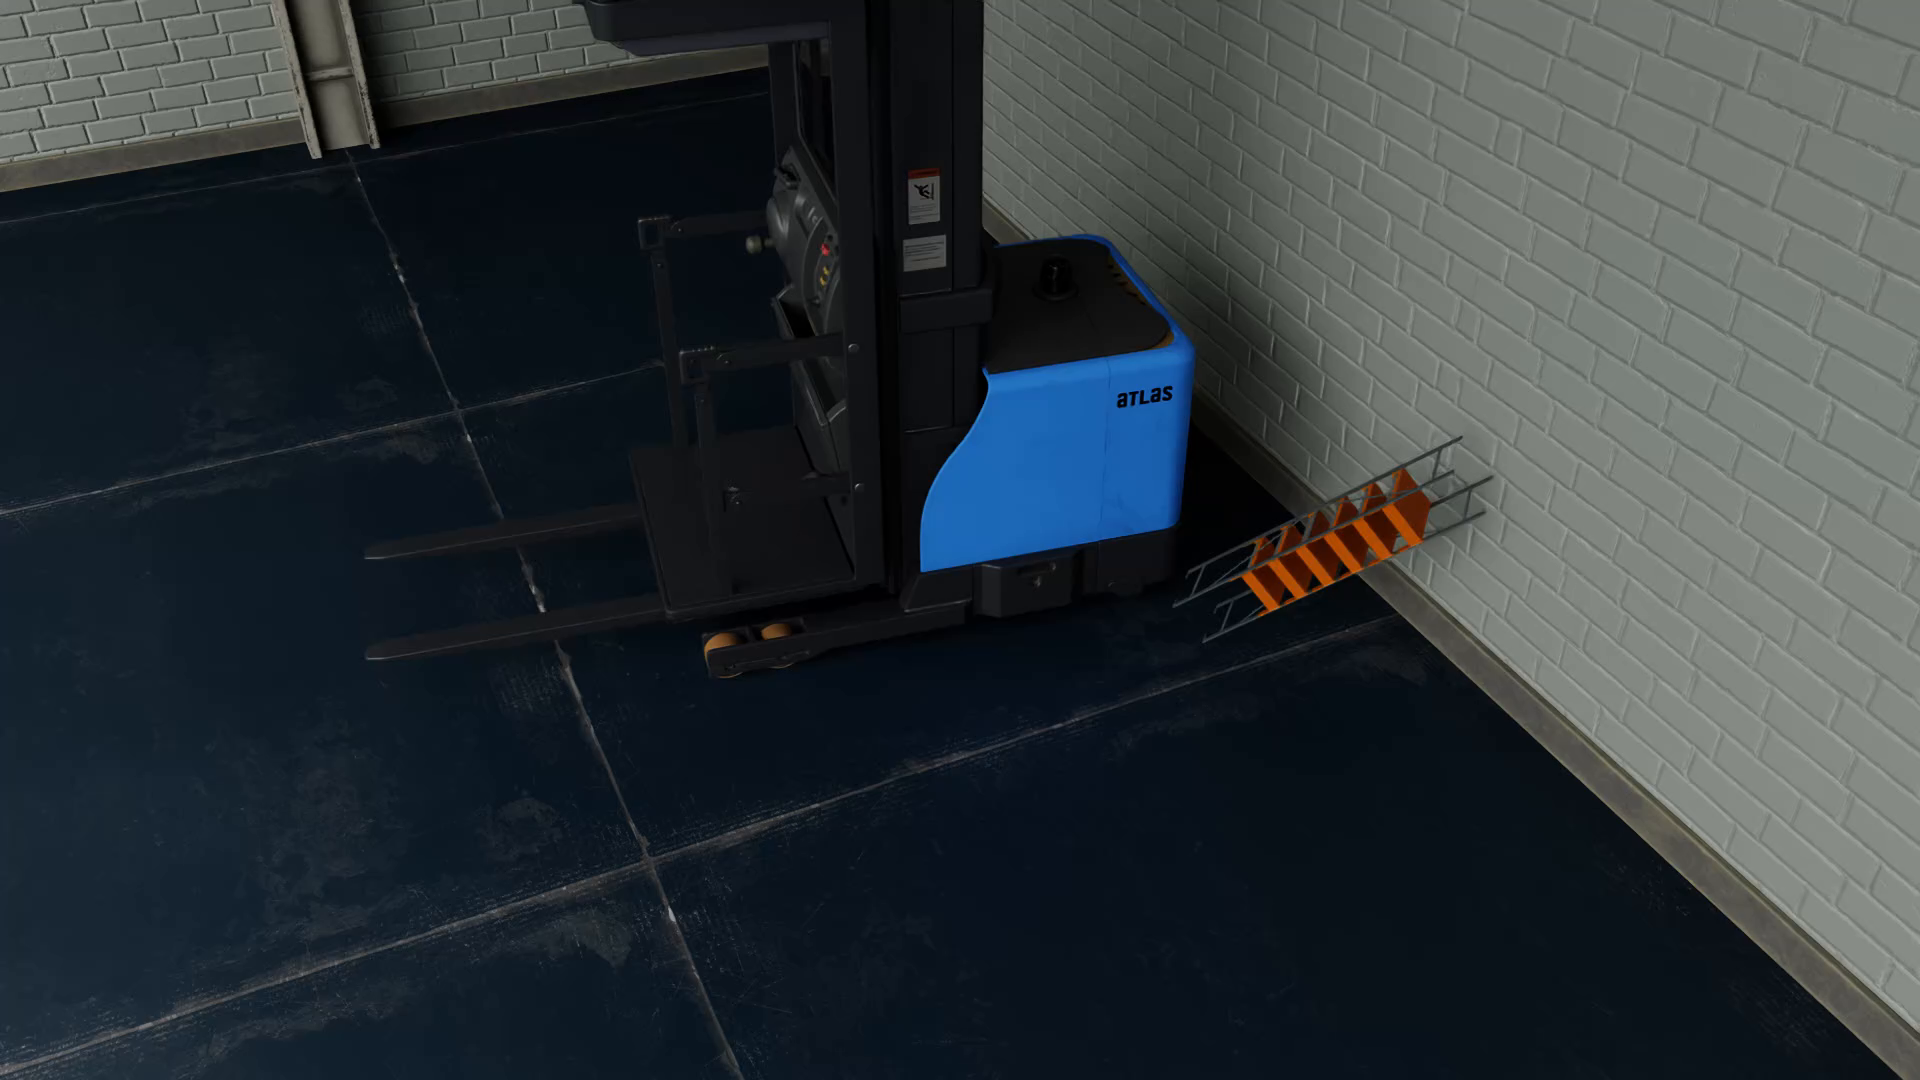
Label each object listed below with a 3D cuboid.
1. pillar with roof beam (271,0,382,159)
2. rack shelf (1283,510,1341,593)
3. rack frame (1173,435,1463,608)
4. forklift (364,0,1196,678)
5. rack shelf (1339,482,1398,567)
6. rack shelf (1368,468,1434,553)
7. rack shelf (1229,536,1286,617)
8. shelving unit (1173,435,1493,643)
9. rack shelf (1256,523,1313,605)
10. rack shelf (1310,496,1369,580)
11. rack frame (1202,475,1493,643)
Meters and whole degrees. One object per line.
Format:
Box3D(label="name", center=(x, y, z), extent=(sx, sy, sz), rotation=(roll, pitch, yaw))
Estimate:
Box3D(label="pillar with roof beam", center=(-1.860, -3.665, 4.137), extent=(0.400, 9.000, 9.100), rotation=(-16, 39, -20))
Box3D(label="rack shelf", center=(1.274, 0.033, 5.953), extent=(0.103, 0.180, 0.258), rotation=(-30, 18, 38))
Box3D(label="rack frame", center=(1.246, -0.051, 5.903), extent=(1.200, 0.006, 0.240), rotation=(-30, 18, 38))
Box3D(label="forklift", center=(-0.720, -1.024, 5.671), extent=(3.031, 2.935, 1.130), rotation=(-10, 38, -13))
Box3D(label="rack shelf", center=(1.439, -0.061, 5.807), extent=(0.103, 0.180, 0.258), rotation=(-30, 18, 38))
Box3D(label="rack shelf", center=(1.521, -0.108, 5.733), extent=(0.103, 0.180, 0.258), rotation=(-30, 18, 38))
Box3D(label="rack shelf", center=(1.109, 0.127, 6.100), extent=(0.103, 0.180, 0.258), rotation=(-30, 18, 38))
Box3D(label="shelving unit", center=(1.304, 0.016, 5.926), extent=(1.200, 0.189, 0.258), rotation=(-30, 18, 38))
Box3D(label="rack shelf", center=(1.191, 0.080, 6.026), extent=(0.103, 0.180, 0.258), rotation=(-30, 18, 38))
Box3D(label="rack shelf", center=(1.356, -0.014, 5.880), extent=(0.103, 0.180, 0.258), rotation=(-30, 18, 38))
Box3D(label="rack frame", center=(1.362, 0.082, 5.949), extent=(1.200, 0.006, 0.240), rotation=(-30, 18, 38))
